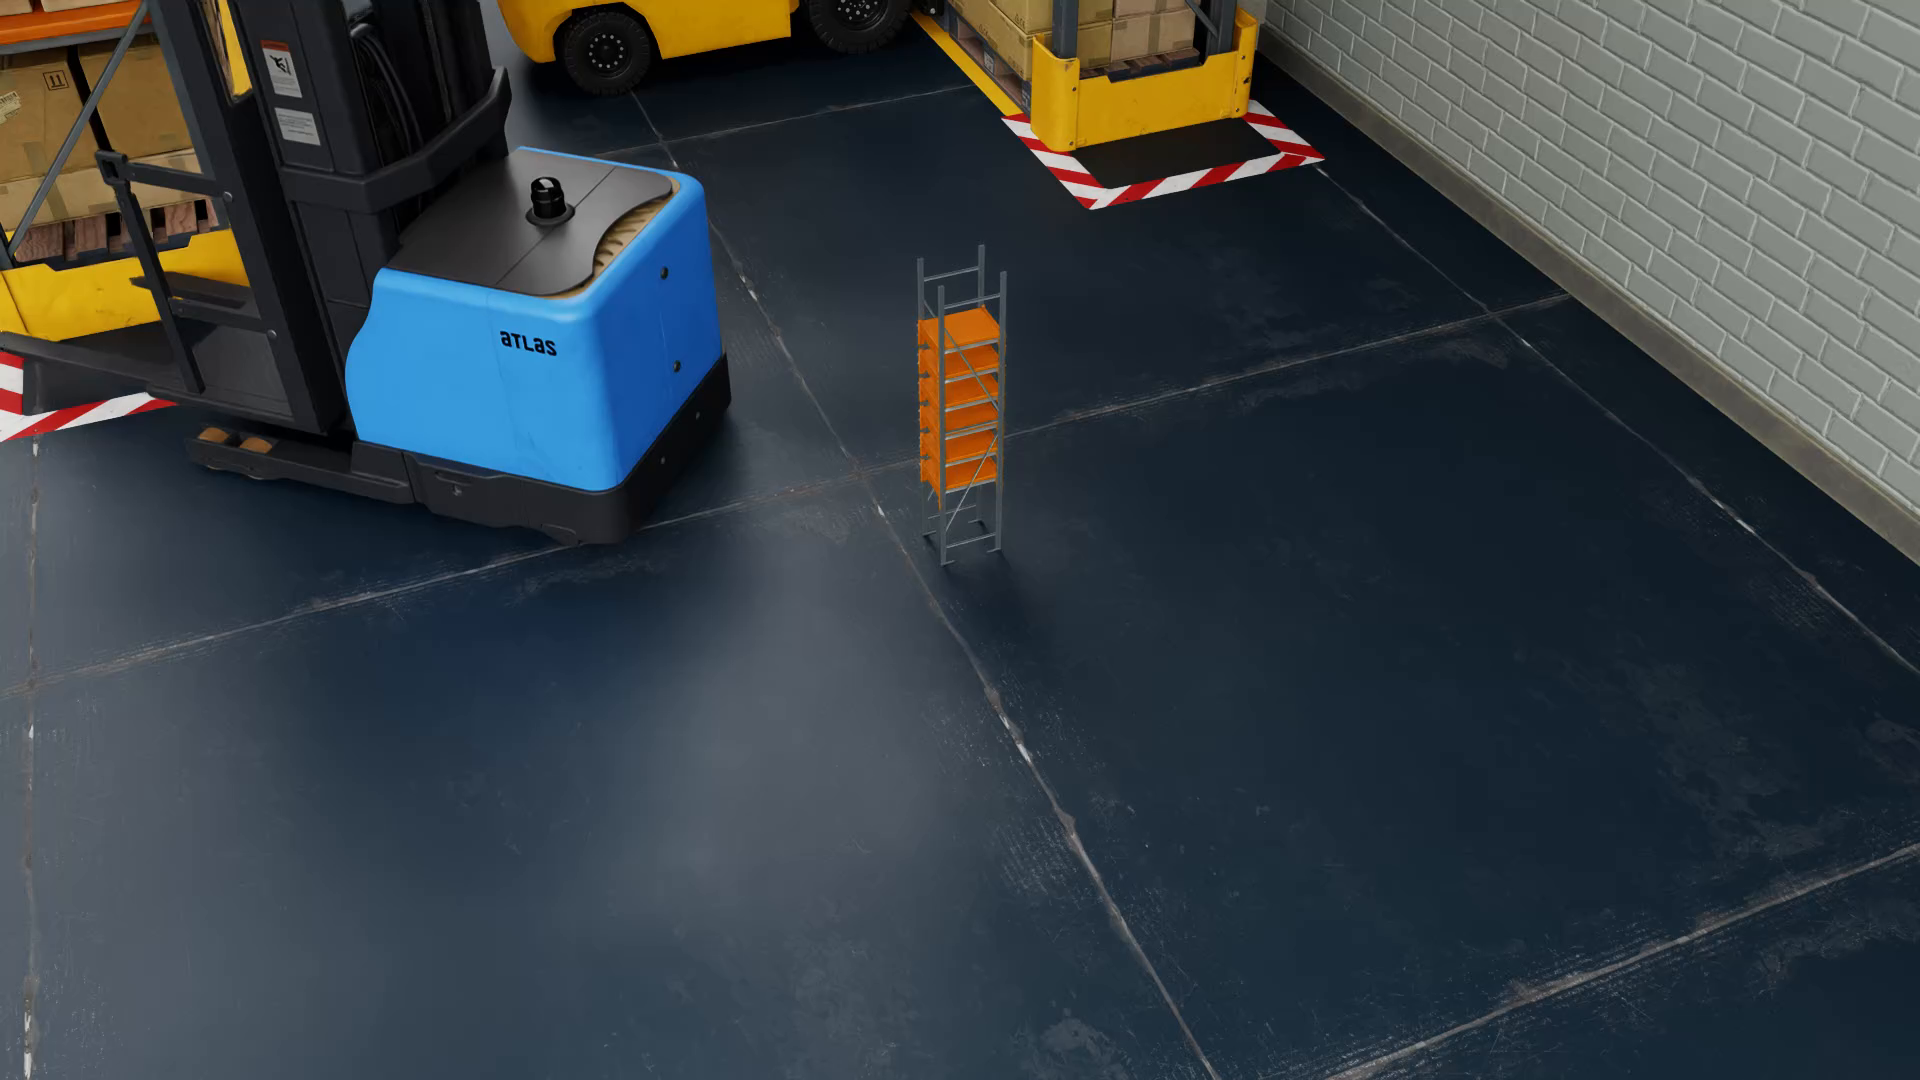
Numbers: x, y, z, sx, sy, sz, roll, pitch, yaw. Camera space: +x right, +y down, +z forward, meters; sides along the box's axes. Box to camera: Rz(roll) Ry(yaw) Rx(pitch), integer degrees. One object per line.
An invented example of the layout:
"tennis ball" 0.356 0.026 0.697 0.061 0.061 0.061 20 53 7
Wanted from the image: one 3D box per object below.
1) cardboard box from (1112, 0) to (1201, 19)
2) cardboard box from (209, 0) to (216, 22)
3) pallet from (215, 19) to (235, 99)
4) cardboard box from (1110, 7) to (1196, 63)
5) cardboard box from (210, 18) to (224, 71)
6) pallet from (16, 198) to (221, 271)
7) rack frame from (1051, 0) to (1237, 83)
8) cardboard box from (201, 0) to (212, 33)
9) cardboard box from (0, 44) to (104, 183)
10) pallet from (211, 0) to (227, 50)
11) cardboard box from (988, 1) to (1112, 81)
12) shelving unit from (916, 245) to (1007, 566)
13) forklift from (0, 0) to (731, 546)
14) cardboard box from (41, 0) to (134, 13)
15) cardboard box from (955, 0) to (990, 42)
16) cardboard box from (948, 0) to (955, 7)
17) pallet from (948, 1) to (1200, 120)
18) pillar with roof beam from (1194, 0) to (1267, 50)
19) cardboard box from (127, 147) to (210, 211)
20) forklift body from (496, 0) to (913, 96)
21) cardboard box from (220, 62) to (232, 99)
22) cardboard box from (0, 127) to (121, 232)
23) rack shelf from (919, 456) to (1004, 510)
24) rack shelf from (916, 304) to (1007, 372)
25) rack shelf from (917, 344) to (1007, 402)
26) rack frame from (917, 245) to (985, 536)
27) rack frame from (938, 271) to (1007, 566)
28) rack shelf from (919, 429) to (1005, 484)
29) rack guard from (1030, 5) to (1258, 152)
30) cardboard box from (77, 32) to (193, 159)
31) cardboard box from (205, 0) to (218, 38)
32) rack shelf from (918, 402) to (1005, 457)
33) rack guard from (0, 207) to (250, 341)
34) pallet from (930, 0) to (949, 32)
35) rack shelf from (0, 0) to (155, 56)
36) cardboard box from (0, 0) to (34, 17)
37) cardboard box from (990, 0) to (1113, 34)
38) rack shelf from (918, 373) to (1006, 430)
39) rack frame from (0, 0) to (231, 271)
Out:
"cardboard box" 0.960 -3.030 8.876 0.500 0.250 0.500 -14 43 -16
"cardboard box" -4.480 -3.067 9.303 0.500 0.250 0.500 -16 43 -18
"pallet" -4.407 -2.368 8.842 1.003 0.211 1.213 -15 43 -17
"cardboard box" 0.940 -2.850 9.050 0.500 0.250 0.500 -15 43 -17
"cardboard box" -4.099 -2.455 8.591 0.500 0.250 0.500 -12 42 -14
"pallet" -3.944 -1.635 7.989 1.003 0.211 1.213 -15 43 -17
"rack frame" 0.948 -3.389 7.890 1.000 3.000 0.127 -15 43 -17
"cardboard box" -4.088 -2.736 8.343 0.500 0.500 0.500 -14 43 -16
"cardboard box" -4.184 -1.967 7.448 0.500 0.500 0.500 -15 43 -17
"pallet" -4.878 -3.105 9.698 1.003 0.211 1.213 -15 43 -17
"cardboard box" 0.476 -2.709 8.887 0.500 0.250 0.500 -15 43 -17
"shelving unit" 0.006 -0.446 5.849 0.258 1.200 0.189 -15 43 -17
"forklift" -2.510 -1.660 5.932 3.031 2.935 1.130 12 42 14
"cardboard box" -3.576 -2.309 6.827 0.380 0.149 0.250 -15 43 -17
"cardboard box" 0.294 -3.011 9.238 0.500 0.250 0.500 -15 43 -17
"cardboard box" 0.111 -3.315 9.591 0.500 0.250 0.500 -15 43 -16
"pallet" 0.616 -2.782 9.323 1.003 0.211 1.213 -15 43 -17
"pillar with roof beam" -2.463 -5.234 5.434 9.100 9.000 0.400 -15 43 -17
"cardboard box" -3.690 -1.820 7.852 0.500 0.250 0.500 -15 43 -17
"forklift body" -1.463 -3.754 8.966 2.313 2.155 1.214 -15 43 -17
"cardboard box" -3.878 -2.129 8.212 0.500 0.250 0.500 -14 43 -15
"cardboard box" -4.204 -1.699 7.712 0.500 0.250 0.500 -15 43 -17
"rack shelf" 0.006 -0.231 6.034 0.258 0.103 0.180 -15 43 -17
"rack shelf" 0.006 -0.685 5.643 0.258 0.103 0.180 -15 43 -17
"rack shelf" 0.006 -0.594 5.721 0.258 0.103 0.180 -15 43 -17
"rack frame" -0.029 -0.501 5.913 0.240 1.200 0.006 -15 43 -17
"rack frame" 0.041 -0.391 5.785 0.240 1.200 0.006 -15 43 -17
"rack shelf" 0.006 -0.322 5.956 0.258 0.103 0.180 -15 43 -17
"rack guard" 0.957 -2.426 8.688 1.175 0.500 0.348 -15 43 -17
"cardboard box" -3.700 -2.118 7.624 0.500 0.500 0.500 -16 43 -18
"cardboard box" -4.290 -2.759 8.945 0.500 0.250 0.500 -14 43 -16
"rack shelf" 0.006 -0.413 5.878 0.258 0.103 0.180 -15 43 -17
"rack guard" -3.666 -1.246 7.316 1.175 0.500 0.348 -15 43 -17
"pallet" 0.153 -3.515 10.176 1.003 0.211 1.213 -15 43 -17
"rack shelf" -4.402 -3.080 8.083 1.077 0.370 4.000 -15 43 -17
"cardboard box" -3.978 -2.225 6.729 0.380 0.149 0.250 -14 43 -15
"cardboard box" 0.473 -2.910 8.737 0.500 0.250 0.500 -16 43 -17
"rack shelf" 0.006 -0.504 5.799 0.258 0.103 0.180 -15 43 -17
"rack frame" -3.637 -2.148 6.447 1.000 3.000 0.127 -15 43 -17
